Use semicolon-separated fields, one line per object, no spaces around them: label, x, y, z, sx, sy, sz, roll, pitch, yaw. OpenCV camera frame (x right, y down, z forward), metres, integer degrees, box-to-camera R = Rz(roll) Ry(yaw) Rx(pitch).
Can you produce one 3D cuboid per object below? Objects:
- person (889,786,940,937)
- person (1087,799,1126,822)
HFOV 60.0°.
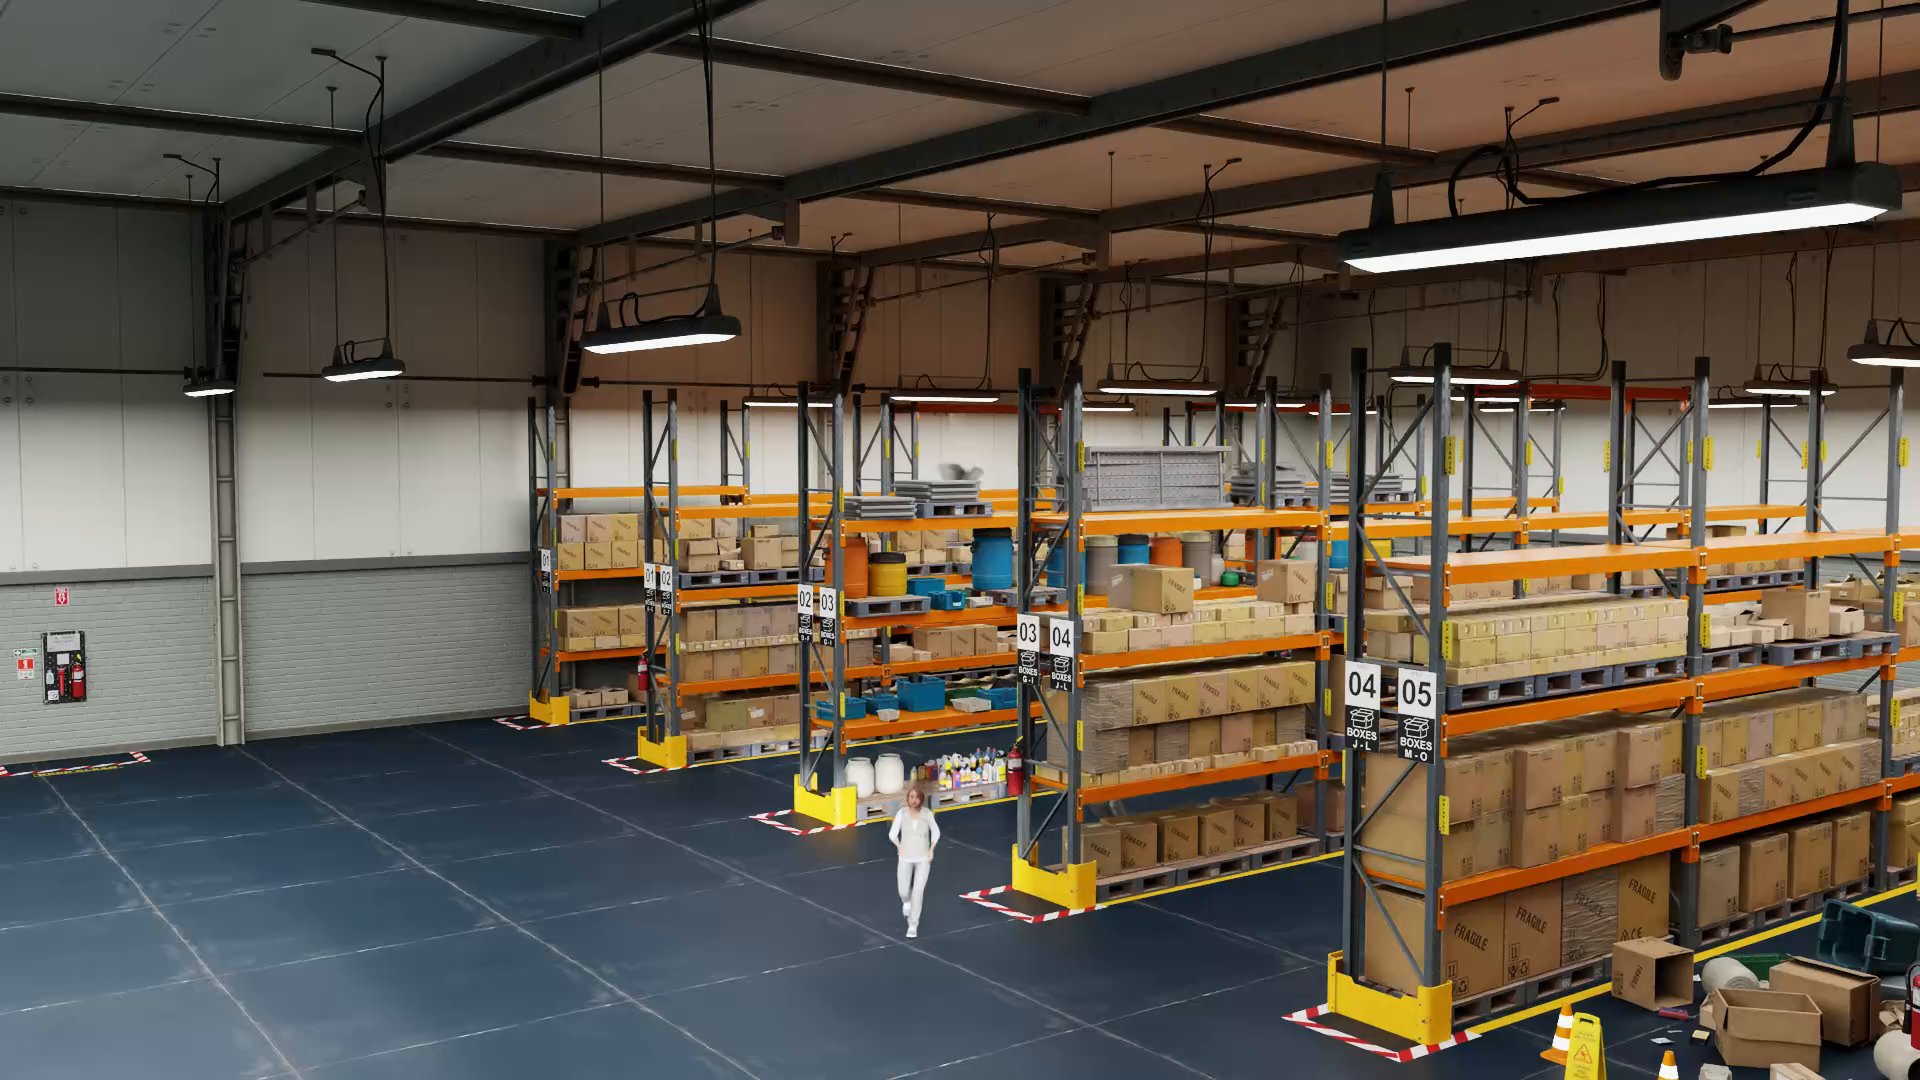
person;-0.475;3.351;17.475;0.535;1.556;0.613;0;3;0
person;1.918;3.026;21.412;0.710;1.777;0.673;-3;5;-43
